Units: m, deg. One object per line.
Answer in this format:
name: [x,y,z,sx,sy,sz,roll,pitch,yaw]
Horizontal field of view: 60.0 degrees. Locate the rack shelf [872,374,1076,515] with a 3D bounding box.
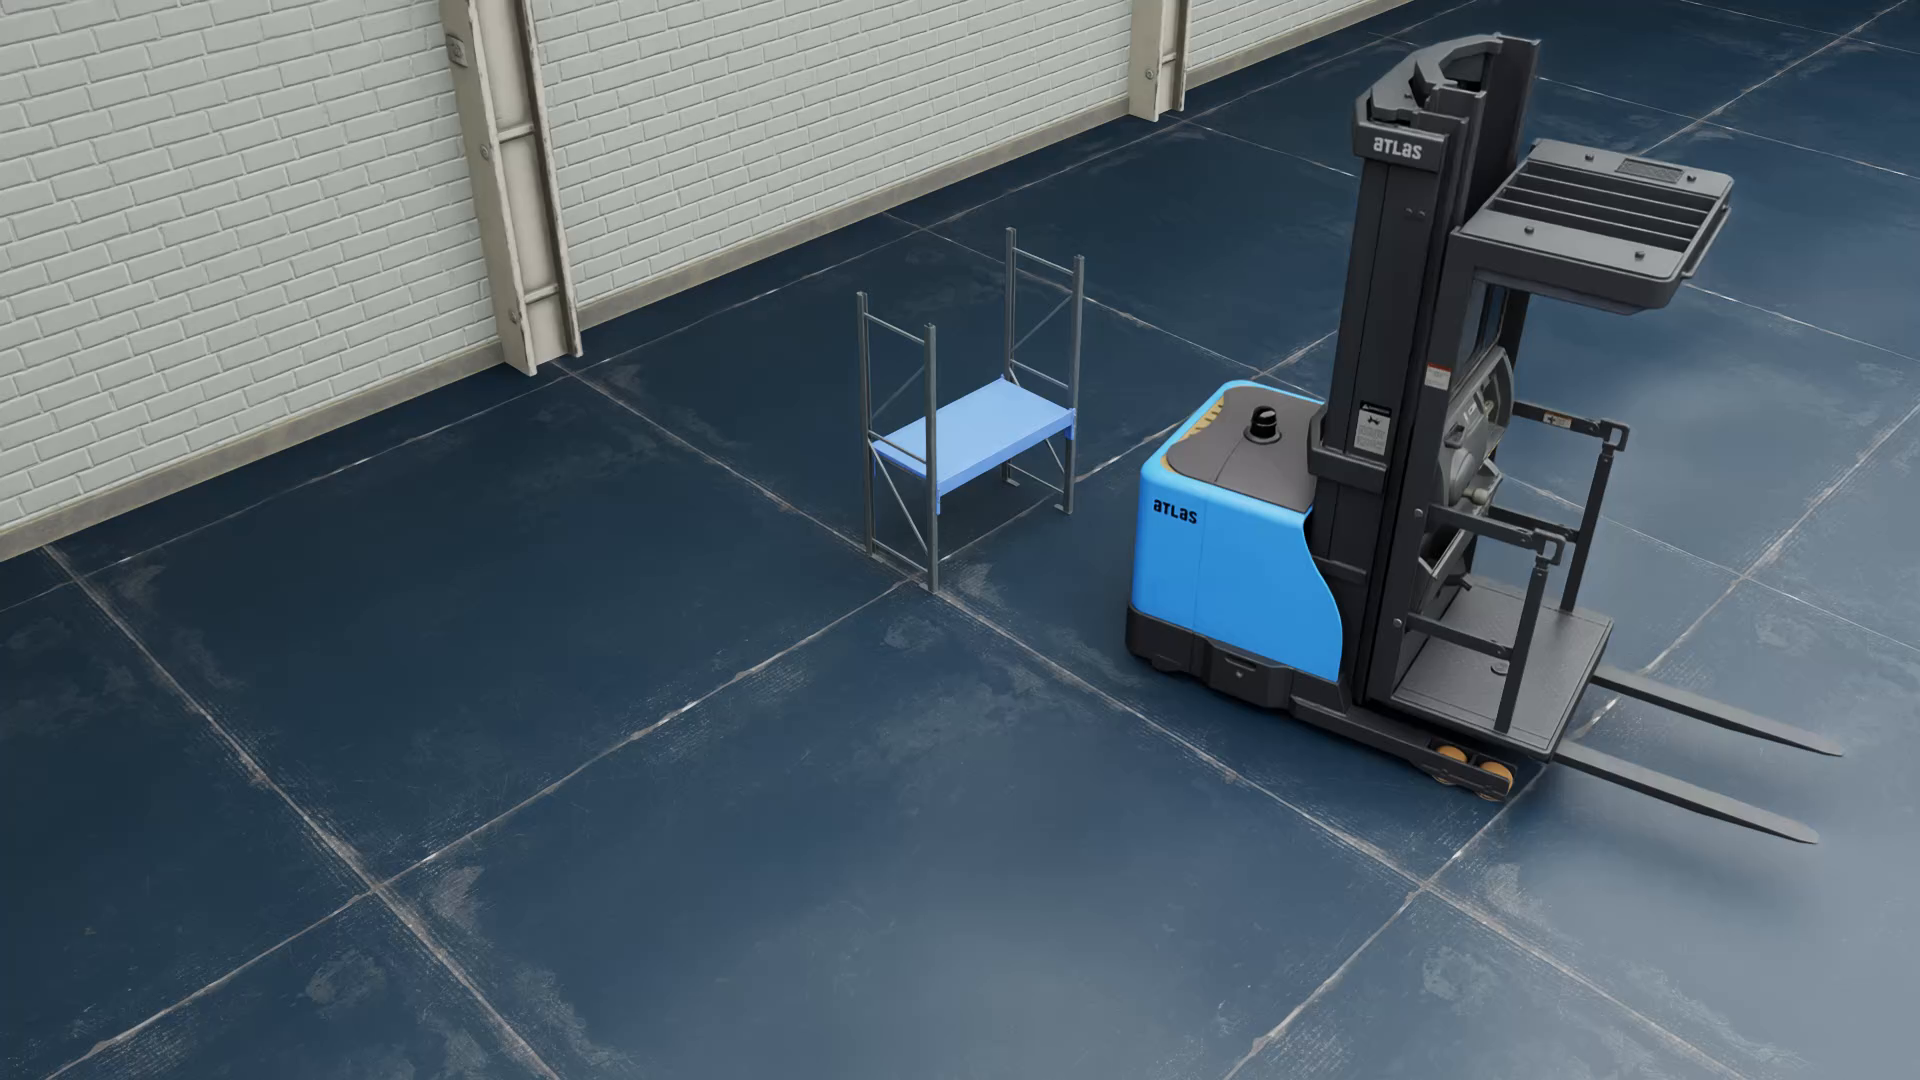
rack shelf: [0.060,-0.502,8.464,0.538,0.185,1.000,30,45,35]

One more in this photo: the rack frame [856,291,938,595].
rack frame: [-0.298,-0.443,8.065,0.500,1.500,0.032,30,45,35]

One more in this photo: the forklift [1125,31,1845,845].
forklift: [2.307,-0.431,6.796,3.031,2.935,1.130,20,39,26]

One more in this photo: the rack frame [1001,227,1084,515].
rack frame: [0.418,-0.856,8.657,0.500,1.500,0.032,30,45,35]

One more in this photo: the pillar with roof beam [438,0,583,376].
pillar with roof beam: [0.453,-3.098,5.316,9.100,9.000,0.400,30,45,35]

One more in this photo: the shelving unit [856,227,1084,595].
shelving unit: [0.060,-0.650,8.361,0.538,1.500,1.048,30,45,35]

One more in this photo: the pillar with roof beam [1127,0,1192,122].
pillar with roof beam: [4.680,-5.534,8.809,9.100,9.000,0.400,30,45,35]
